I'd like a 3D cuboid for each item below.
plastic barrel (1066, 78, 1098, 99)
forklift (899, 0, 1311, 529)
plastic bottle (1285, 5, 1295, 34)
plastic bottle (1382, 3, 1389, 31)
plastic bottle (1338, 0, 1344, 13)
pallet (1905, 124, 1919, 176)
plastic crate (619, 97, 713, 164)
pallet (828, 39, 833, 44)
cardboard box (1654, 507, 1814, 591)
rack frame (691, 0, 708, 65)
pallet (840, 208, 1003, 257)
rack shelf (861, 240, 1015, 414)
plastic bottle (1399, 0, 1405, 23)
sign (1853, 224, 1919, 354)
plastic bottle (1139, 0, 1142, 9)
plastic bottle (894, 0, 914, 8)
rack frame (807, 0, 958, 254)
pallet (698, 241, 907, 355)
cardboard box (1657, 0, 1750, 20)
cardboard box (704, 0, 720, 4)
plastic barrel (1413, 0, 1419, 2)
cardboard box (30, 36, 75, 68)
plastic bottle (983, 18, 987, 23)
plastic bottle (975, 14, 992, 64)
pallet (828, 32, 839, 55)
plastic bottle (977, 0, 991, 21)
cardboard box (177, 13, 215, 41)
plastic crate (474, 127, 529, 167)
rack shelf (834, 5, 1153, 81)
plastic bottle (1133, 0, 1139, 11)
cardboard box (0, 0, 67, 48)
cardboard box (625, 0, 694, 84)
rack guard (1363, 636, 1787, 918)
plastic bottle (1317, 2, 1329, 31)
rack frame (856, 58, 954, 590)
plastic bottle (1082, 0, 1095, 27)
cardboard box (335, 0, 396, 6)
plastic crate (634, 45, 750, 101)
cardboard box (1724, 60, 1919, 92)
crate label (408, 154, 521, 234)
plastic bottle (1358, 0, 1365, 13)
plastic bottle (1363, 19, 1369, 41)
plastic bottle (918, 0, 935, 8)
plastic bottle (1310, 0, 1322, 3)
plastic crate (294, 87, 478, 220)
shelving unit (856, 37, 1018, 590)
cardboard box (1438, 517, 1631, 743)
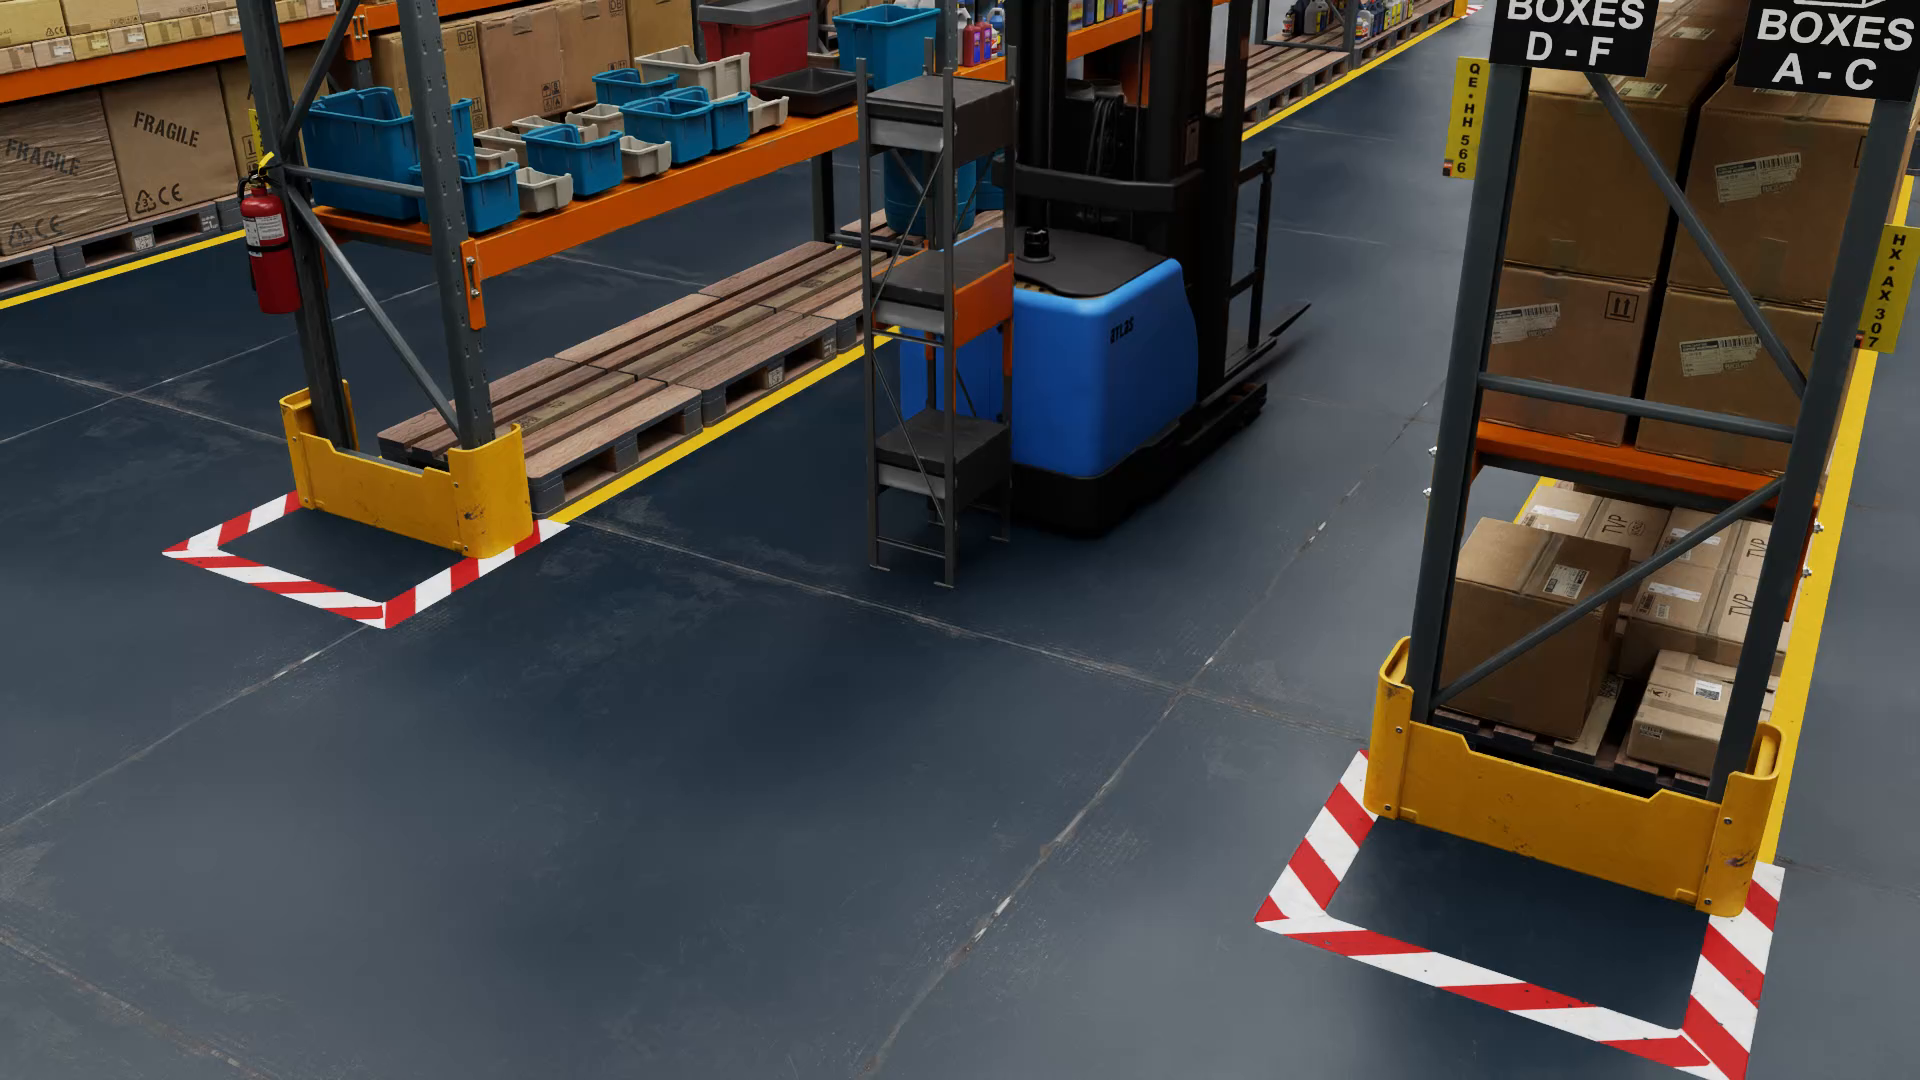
[{"bbox_3d":[0.710,-3.049,12.214,0.600,0.588,0.708,14,30,26],"label":"plastic barrel"},{"bbox_3d":[0.919,-1.976,7.923,1.130,2.935,3.031,15,30,28],"label":"forklift"},{"bbox_3d":[3.408,-5.375,17.180,0.061,0.283,0.133,16,31,29],"label":"plastic bottle"},{"bbox_3d":[4.428,-5.467,17.363,0.061,0.283,0.133,16,31,28],"label":"plastic bottle"},{"bbox_3d":[4.213,-5.959,18.437,0.097,0.201,0.097,0,27,0],"label":"plastic bottle"},{"bbox_3d":[4.322,-2.124,8.357,1.003,0.211,1.213,14,30,26],"label":"pallet"},{"bbox_3d":[-1.388,-1.945,7.905,0.416,0.233,0.300,14,30,26],"label":"plastic crate"},{"bbox_3d":[-1.235,-5.673,18.347,1.003,0.211,1.213,14,30,26],"label":"pallet"},{"bbox_3d":[2.873,0.130,6.220,0.500,0.250,0.500,14,30,26],"label":"cardboard box"},{"bbox_3d":[-2.821,-5.665,15.215,1.000,3.000,0.127,14,30,26],"label":"rack frame"},{"bbox_3d":[-0.061,-2.060,11.129,1.003,0.211,1.213,14,30,26],"label":"pallet"},{"bbox_3d":[-0.081,-0.862,6.657,0.431,0.518,0.480,14,30,26],"label":"rack shelf"},{"bbox_3d":[4.689,-5.712,17.861,0.152,0.276,0.135,13,30,25],"label":"plastic bottle"},{"bbox_3d":[2.339,-0.632,4.194,0.100,0.325,0.005,14,30,26],"label":"sign"},{"bbox_3d":[1.286,-3.982,11.998,0.097,0.271,0.097,0,27,0],"label":"plastic bottle"},{"bbox_3d":[-0.384,-3.327,10.683,0.152,0.276,0.135,14,30,26],"label":"plastic bottle"},{"bbox_3d":[-0.477,-3.015,9.922,1.000,3.000,0.127,14,30,26],"label":"rack frame"},{"bbox_3d":[-0.804,-1.473,9.957,1.003,0.211,1.213,14,30,26],"label":"pallet"},{"bbox_3d":[2.597,-1.690,6.047,0.500,0.500,0.500,15,30,28],"label":"cardboard box"},{"bbox_3d":[-2.517,-5.347,16.043,0.500,0.250,0.500,16,31,28],"label":"cardboard box"},{"bbox_3d":[5.170,-6.494,19.181,0.421,0.512,0.421,0,27,0],"label":"plastic barrel"},{"bbox_3d":[-5.664,-3.002,10.176,0.380,0.149,0.250,14,30,26],"label":"cardboard box"},{"bbox_3d":[0.145,-3.186,10.485,0.097,0.201,0.097,0,27,0],"label":"plastic bottle"},{"bbox_3d":[0.141,-3.064,10.150,0.061,0.283,0.133,14,30,26],"label":"plastic bottle"},{"bbox_3d":[-1.834,-5.196,17.393,1.003,0.211,1.213,14,30,26],"label":"pallet"},{"bbox_3d":[0.162,-3.644,11.322,0.097,0.271,0.097,0,27,0],"label":"plastic bottle"},{"bbox_3d":[-5.159,-3.401,10.974,0.380,0.149,0.250,15,30,27],"label":"cardboard box"},{"bbox_3d":[-2.046,-1.833,7.787,0.396,0.136,0.243,14,30,26],"label":"plastic crate"},{"bbox_3d":[0.507,-3.473,11.640,1.077,0.370,4.000,14,30,26],"label":"rack shelf"},{"bbox_3d":[1.238,-3.913,11.938,0.097,0.201,0.097,0,27,0],"label":"plastic bottle"},{"bbox_3d":[-5.785,-3.140,10.006,0.500,0.250,0.500,13,29,24],"label":"cardboard box"},{"bbox_3d":[-3.179,-4.638,15.069,1.225,0.875,0.875,13,29,24],"label":"cardboard box"},{"bbox_3d":[1.904,0.724,5.245,1.175,0.500,0.348,14,30,26],"label":"rack guard"},{"bbox_3d":[3.761,-5.478,17.394,0.152,0.276,0.135,14,30,26],"label":"plastic bottle"},{"bbox_3d":[-0.201,-0.779,6.461,0.400,2.100,0.015,14,30,26],"label":"rack frame"},{"bbox_3d":[0.830,-3.678,11.302,0.144,0.351,0.185,14,30,26],"label":"plastic bottle"},{"bbox_3d":[-4.345,-4.275,12.327,0.500,0.500,0.500,14,30,26],"label":"cardboard box"},{"bbox_3d":[-1.388,-2.434,8.827,0.437,0.282,0.530,14,30,26],"label":"plastic crate"},{"bbox_3d":[2.565,-1.176,5.020,0.500,0.500,0.500,15,30,27],"label":"cardboard box"},{"bbox_3d":[-2.036,-1.432,6.879,0.416,0.233,0.303,14,30,26],"label":"crate label"},{"bbox_3d":[4.092,-5.400,17.154,0.144,0.351,0.185,14,30,26],"label":"plastic bottle"},{"bbox_3d":[4.097,-5.185,16.892,0.097,0.201,0.097,0,27,0],"label":"plastic bottle"},{"bbox_3d":[-0.184,-3.392,10.729,0.144,0.351,0.185,14,30,26],"label":"plastic bottle"},{"bbox_3d":[3.778,-5.660,17.674,0.144,0.351,0.185,14,30,26],"label":"plastic bottle"},{"bbox_3d":[-2.442,-1.670,7.130,0.616,0.435,0.499,14,30,26],"label":"plastic crate"},{"bbox_3d":[-0.081,-0.874,6.651,0.431,2.100,0.503,14,30,26],"label":"shelving unit"},{"bbox_3d":[1.919,0.291,5.619,0.500,0.500,0.500,14,30,26],"label":"cardboard box"}]
